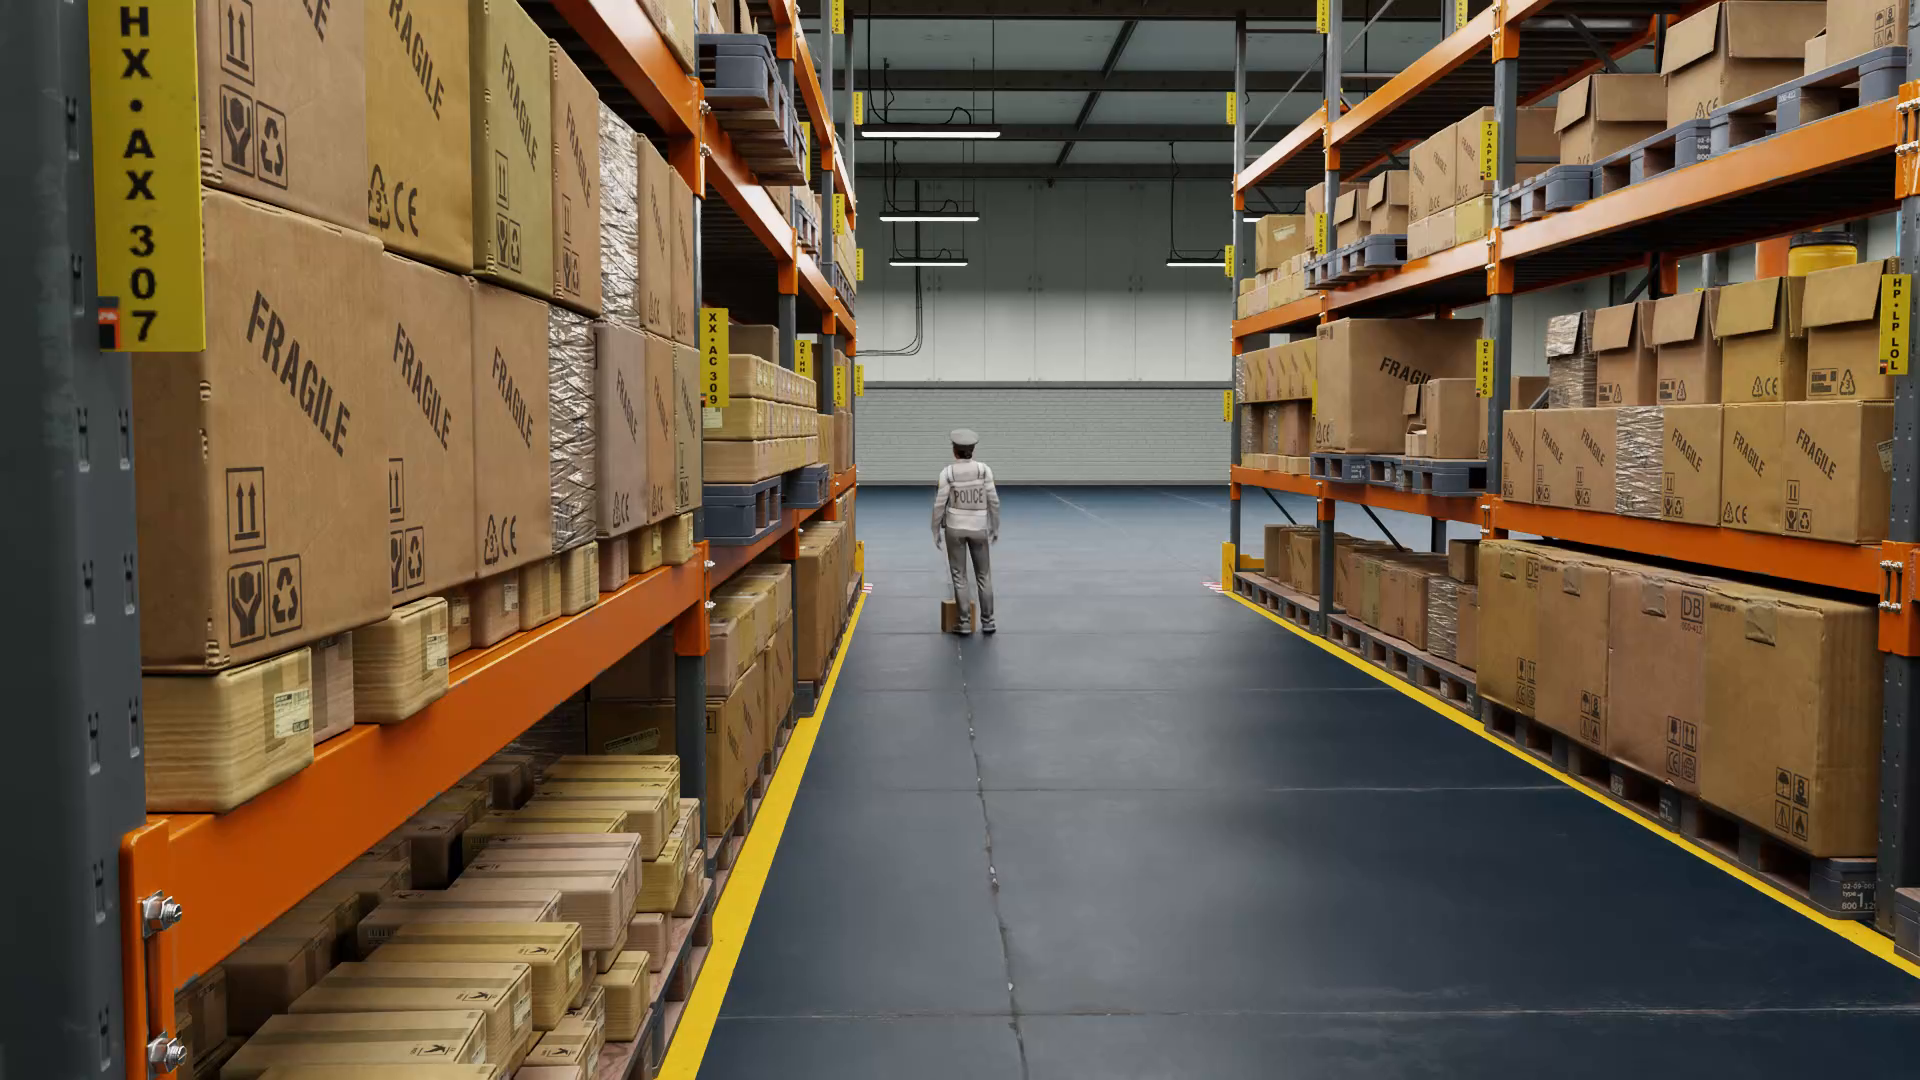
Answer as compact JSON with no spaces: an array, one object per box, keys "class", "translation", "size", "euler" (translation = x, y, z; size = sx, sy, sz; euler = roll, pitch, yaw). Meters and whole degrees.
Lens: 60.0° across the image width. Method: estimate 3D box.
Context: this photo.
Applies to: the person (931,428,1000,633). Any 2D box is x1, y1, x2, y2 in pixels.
[{"class":"person","translation":[0.044,-0.074,13.712],"size":[0.584,1.695,0.533],"euler":[-1,4,-8]}]
